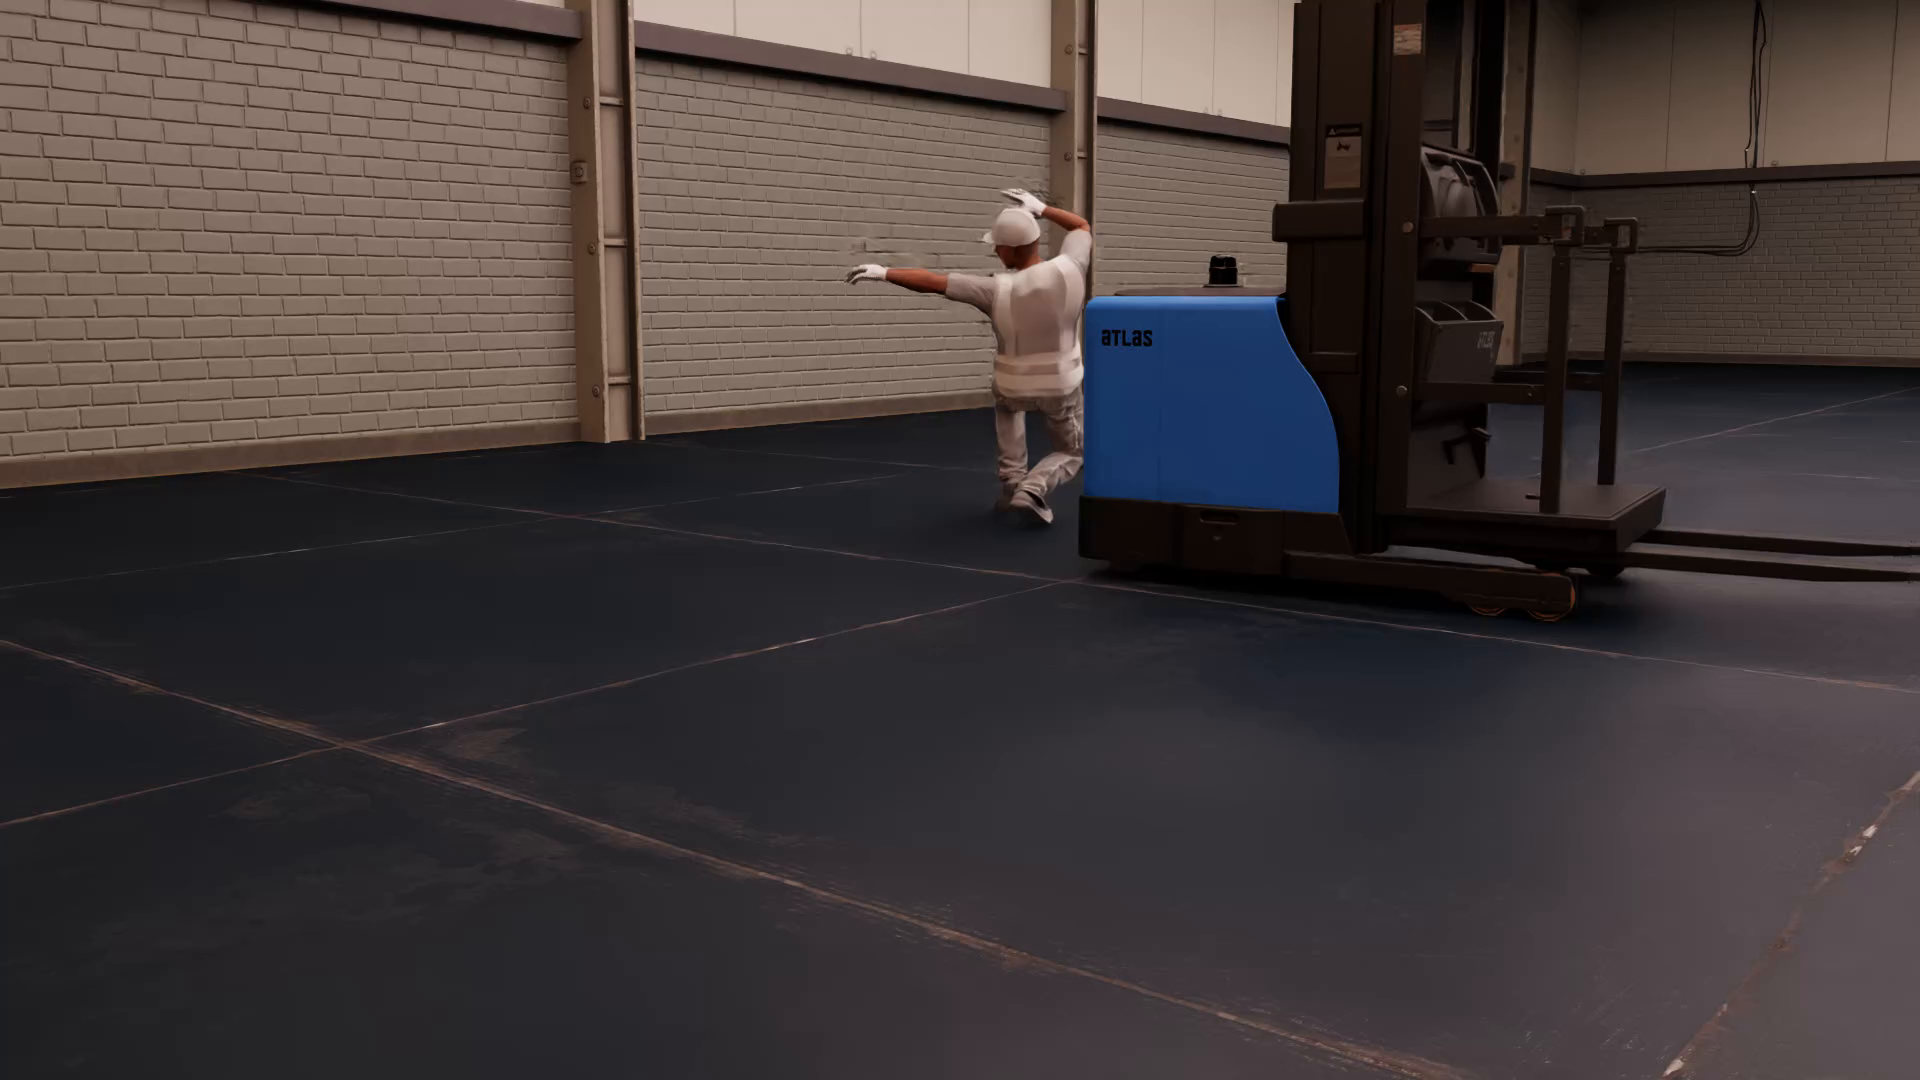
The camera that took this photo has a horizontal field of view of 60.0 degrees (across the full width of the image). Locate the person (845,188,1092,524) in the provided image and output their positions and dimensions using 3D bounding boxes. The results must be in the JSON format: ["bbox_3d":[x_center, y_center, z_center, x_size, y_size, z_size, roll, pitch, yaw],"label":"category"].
[{"bbox_3d":[0.064,-0.875,8.016,1.130,1.611,0.866,1,8,7],"label":"person"}]

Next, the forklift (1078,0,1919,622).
[{"bbox_3d":[1.989,-1.264,5.923,3.031,2.935,1.130,5,10,31],"label":"forklift"}]
